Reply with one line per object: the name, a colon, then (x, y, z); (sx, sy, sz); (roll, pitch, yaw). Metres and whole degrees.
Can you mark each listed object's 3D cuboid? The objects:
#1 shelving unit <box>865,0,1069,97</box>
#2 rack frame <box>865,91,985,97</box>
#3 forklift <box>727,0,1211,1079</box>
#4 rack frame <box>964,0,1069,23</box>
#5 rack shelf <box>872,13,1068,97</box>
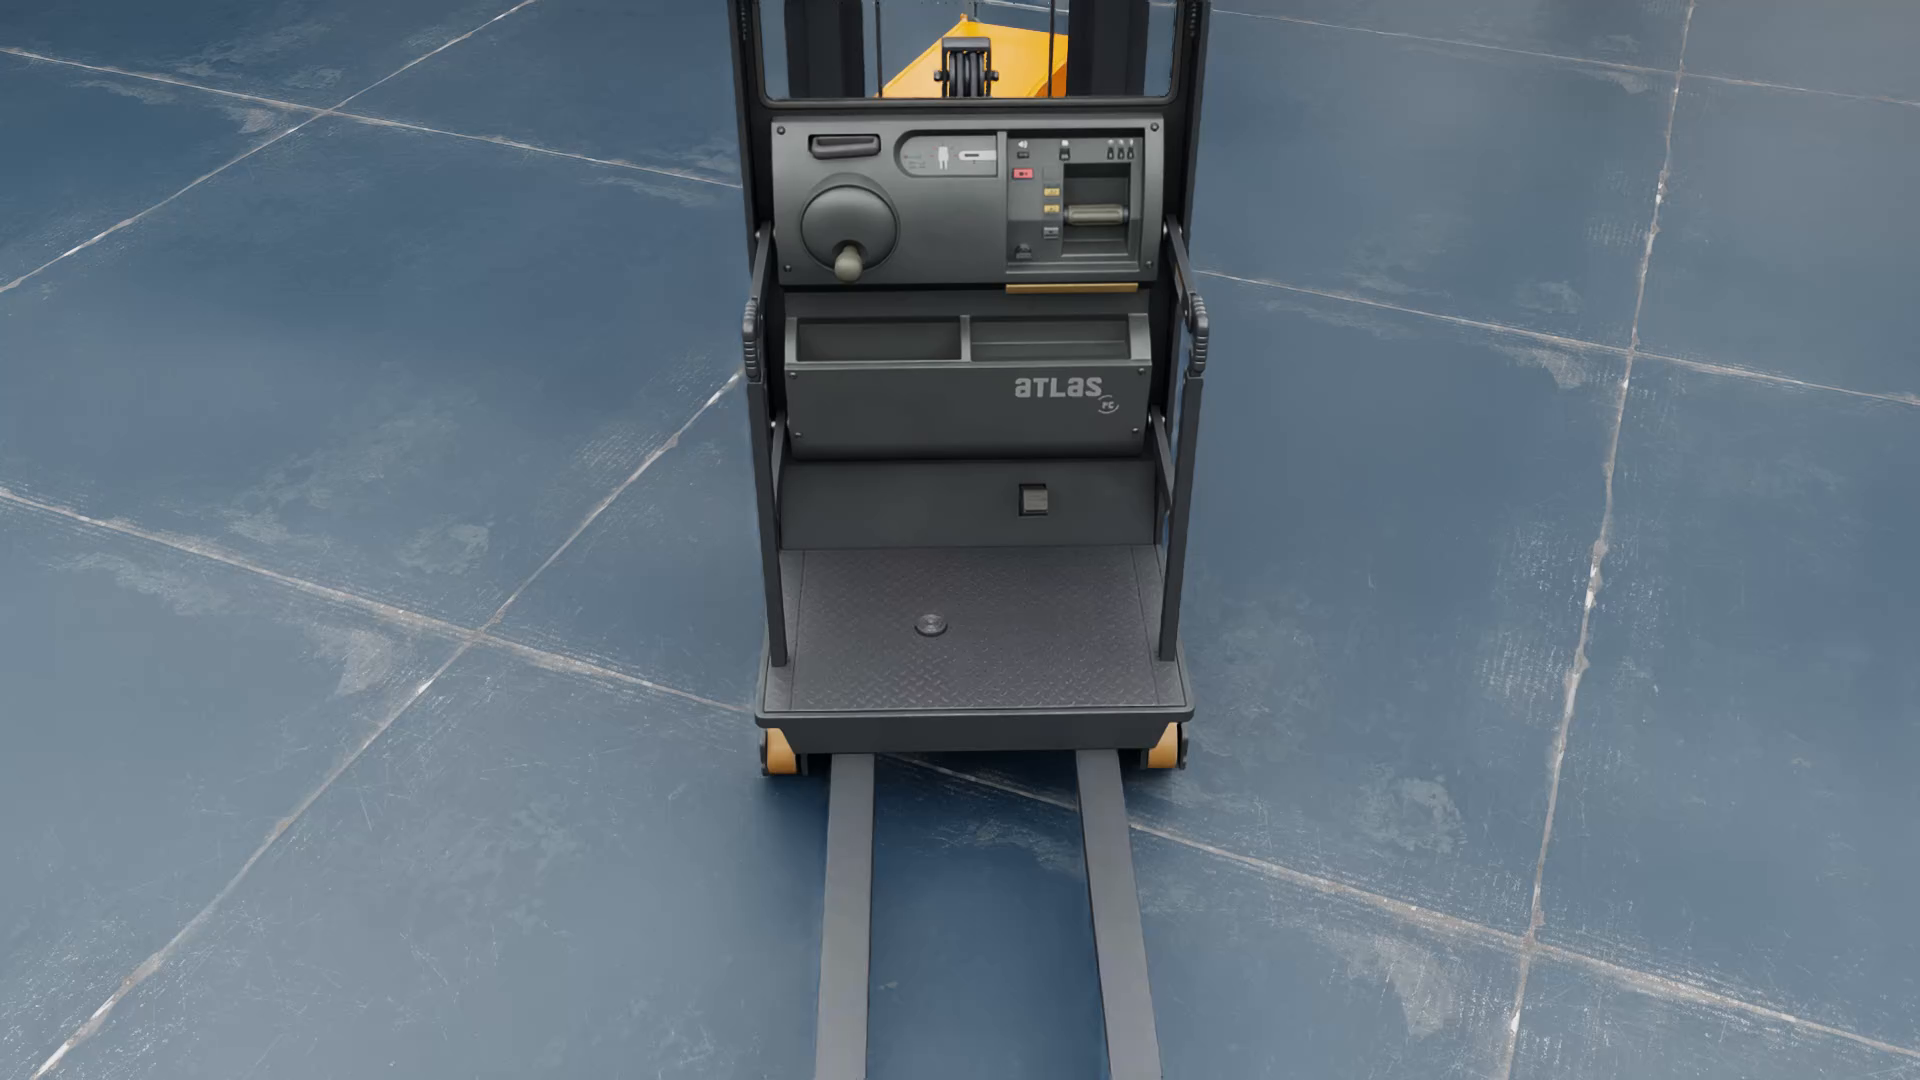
shelving unit: (0.056, -1.296, 6.045); (0.538, 1.125, 1.048); (14, 39, 18)
rack frame: (-0.138, -1.015, 5.668); (0.500, 1.125, 0.032); (14, 39, 18)
forklift: (0.027, -0.745, 3.798); (1.130, 2.935, 3.031); (-1, 37, -1)
rack frame: (0.250, -1.578, 6.421); (0.500, 1.125, 0.032); (14, 39, 18)
rack shelf: (0.056, -1.531, 5.870); (0.538, 0.278, 1.000); (14, 39, 18)
